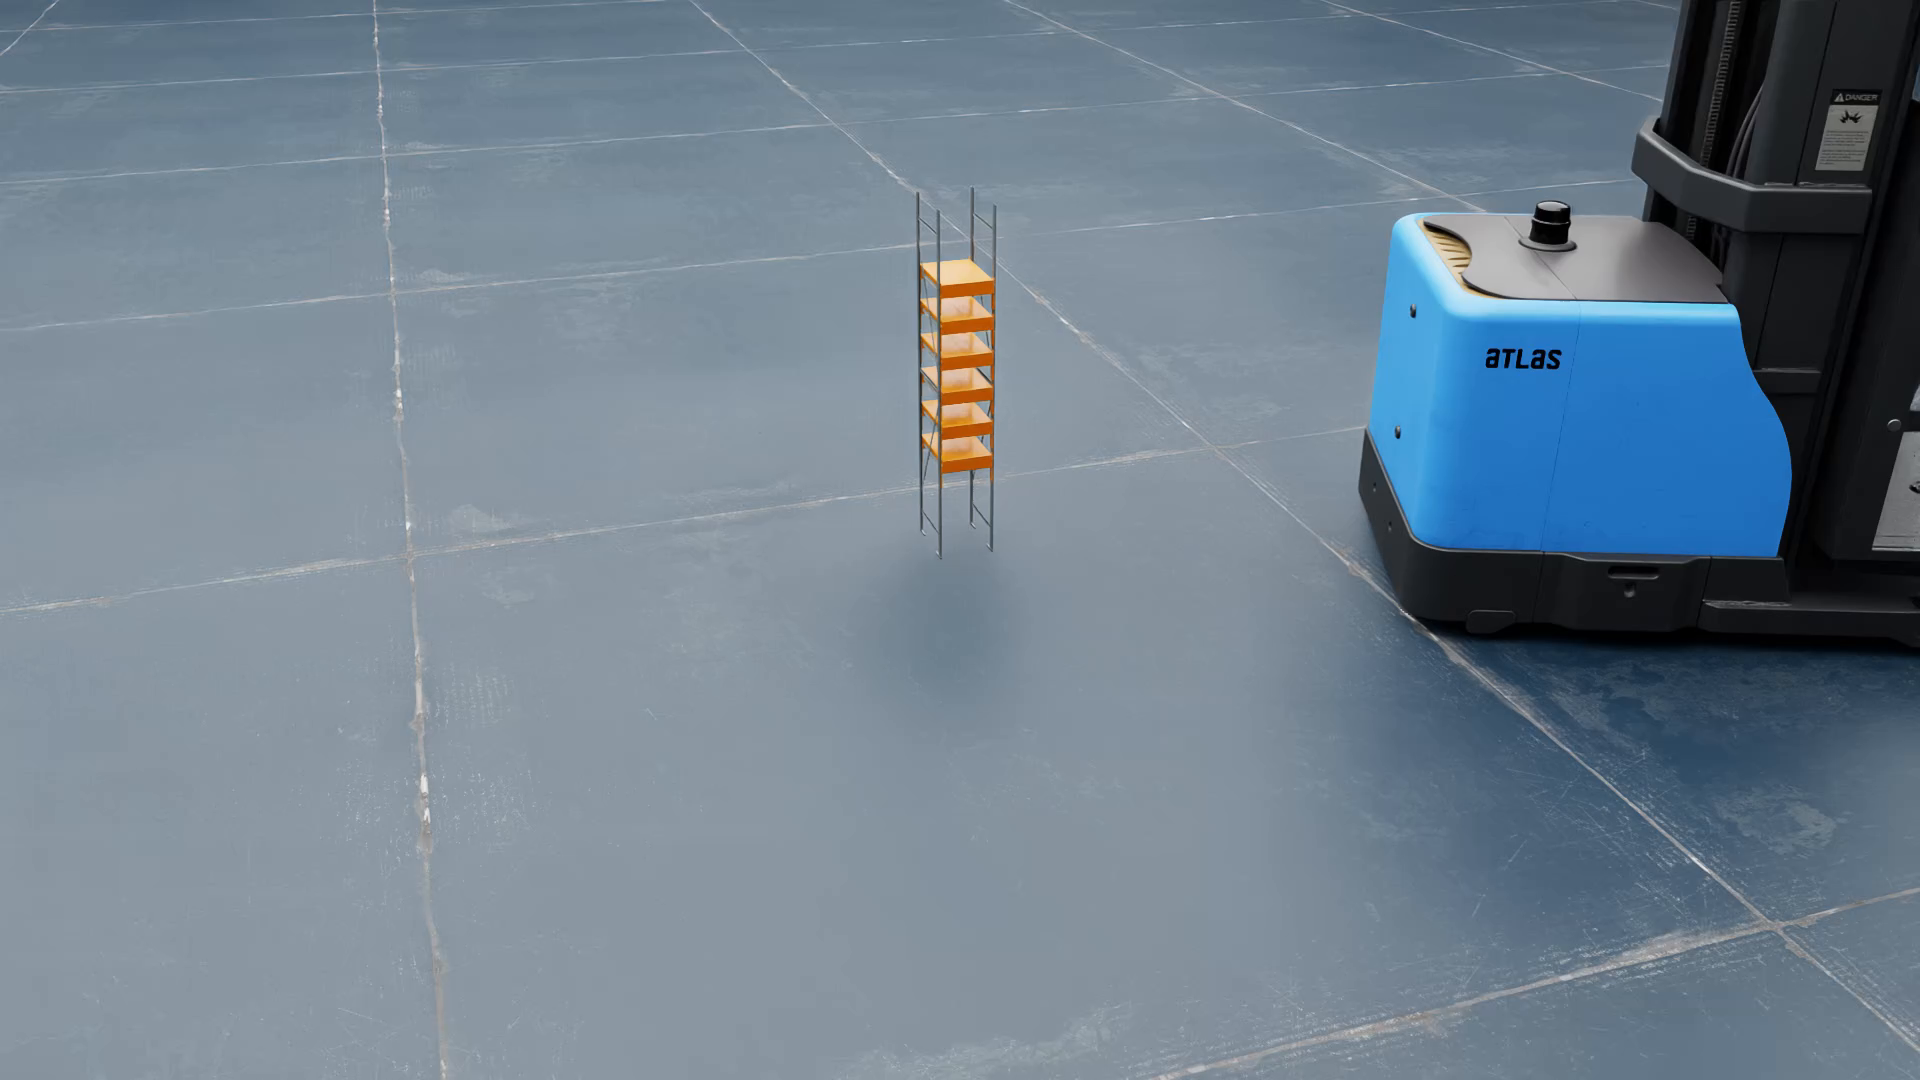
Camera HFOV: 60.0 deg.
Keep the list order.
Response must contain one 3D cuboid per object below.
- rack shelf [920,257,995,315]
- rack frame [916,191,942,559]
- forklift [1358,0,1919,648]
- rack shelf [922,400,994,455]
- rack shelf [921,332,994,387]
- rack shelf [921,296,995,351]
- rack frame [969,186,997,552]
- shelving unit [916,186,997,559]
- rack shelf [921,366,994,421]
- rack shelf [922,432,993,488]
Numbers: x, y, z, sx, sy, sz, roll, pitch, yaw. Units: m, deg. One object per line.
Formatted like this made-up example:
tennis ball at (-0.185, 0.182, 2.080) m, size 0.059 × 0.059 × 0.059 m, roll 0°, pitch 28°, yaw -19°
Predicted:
rack shelf at (-0.014, -0.818, 5.339) m, size 0.180 × 0.103 × 0.258 m, roll -8°, pitch 28°, yaw -16°
rack frame at (-0.101, -0.523, 5.454) m, size 0.006 × 1.200 × 0.240 m, roll -8°, pitch 28°, yaw -16°
forklift at (2.911, -1.198, 4.867) m, size 3.031 × 2.935 × 1.130 m, roll 1°, pitch 26°, yaw 3°
rack shelf at (-0.014, -0.388, 5.552) m, size 0.180 × 0.103 × 0.258 m, roll -8°, pitch 28°, yaw -16°
rack shelf at (-0.014, -0.603, 5.446) m, size 0.180 × 0.103 × 0.258 m, roll -8°, pitch 28°, yaw -16°
rack shelf at (-0.014, -0.711, 5.392) m, size 0.180 × 0.103 × 0.258 m, roll -8°, pitch 28°, yaw -16°
rack frame at (0.073, -0.548, 5.505) m, size 0.006 × 1.200 × 0.240 m, roll -8°, pitch 28°, yaw -16°
shelving unit at (-0.014, -0.535, 5.479) m, size 0.189 × 1.200 × 0.258 m, roll -8°, pitch 28°, yaw -16°
rack shelf at (-0.014, -0.496, 5.499) m, size 0.180 × 0.103 × 0.258 m, roll -8°, pitch 28°, yaw -16°
rack shelf at (-0.014, -0.281, 5.606) m, size 0.180 × 0.103 × 0.258 m, roll -8°, pitch 28°, yaw -16°
